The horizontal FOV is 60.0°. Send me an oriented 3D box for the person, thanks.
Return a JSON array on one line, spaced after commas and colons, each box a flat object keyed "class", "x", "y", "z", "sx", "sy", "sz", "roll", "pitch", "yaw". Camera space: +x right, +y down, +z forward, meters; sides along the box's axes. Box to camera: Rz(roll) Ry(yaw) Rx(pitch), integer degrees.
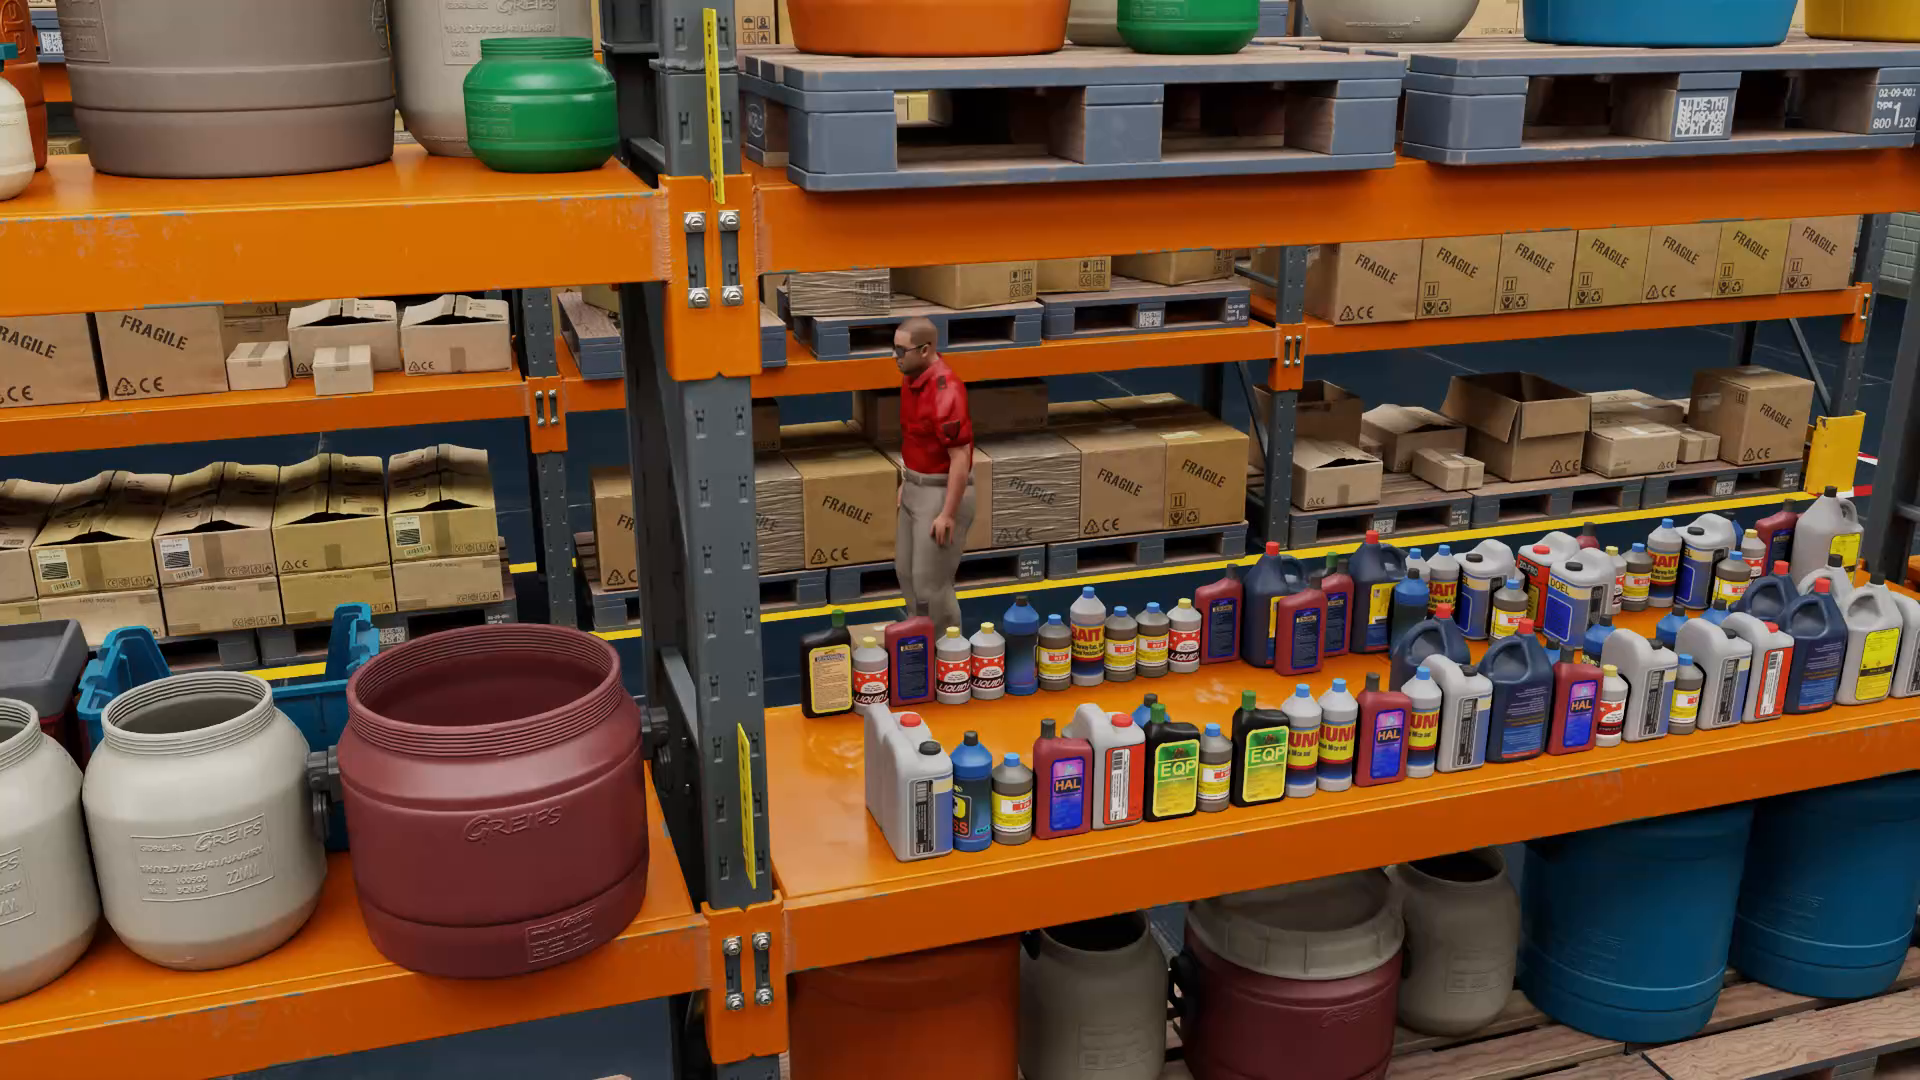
[{"class": "person", "x": -0.142, "y": -0.177, "z": 7.600, "sx": 0.393, "sy": 1.725, "sz": 0.590, "roll": -7, "pitch": 20, "yaw": -19}]
